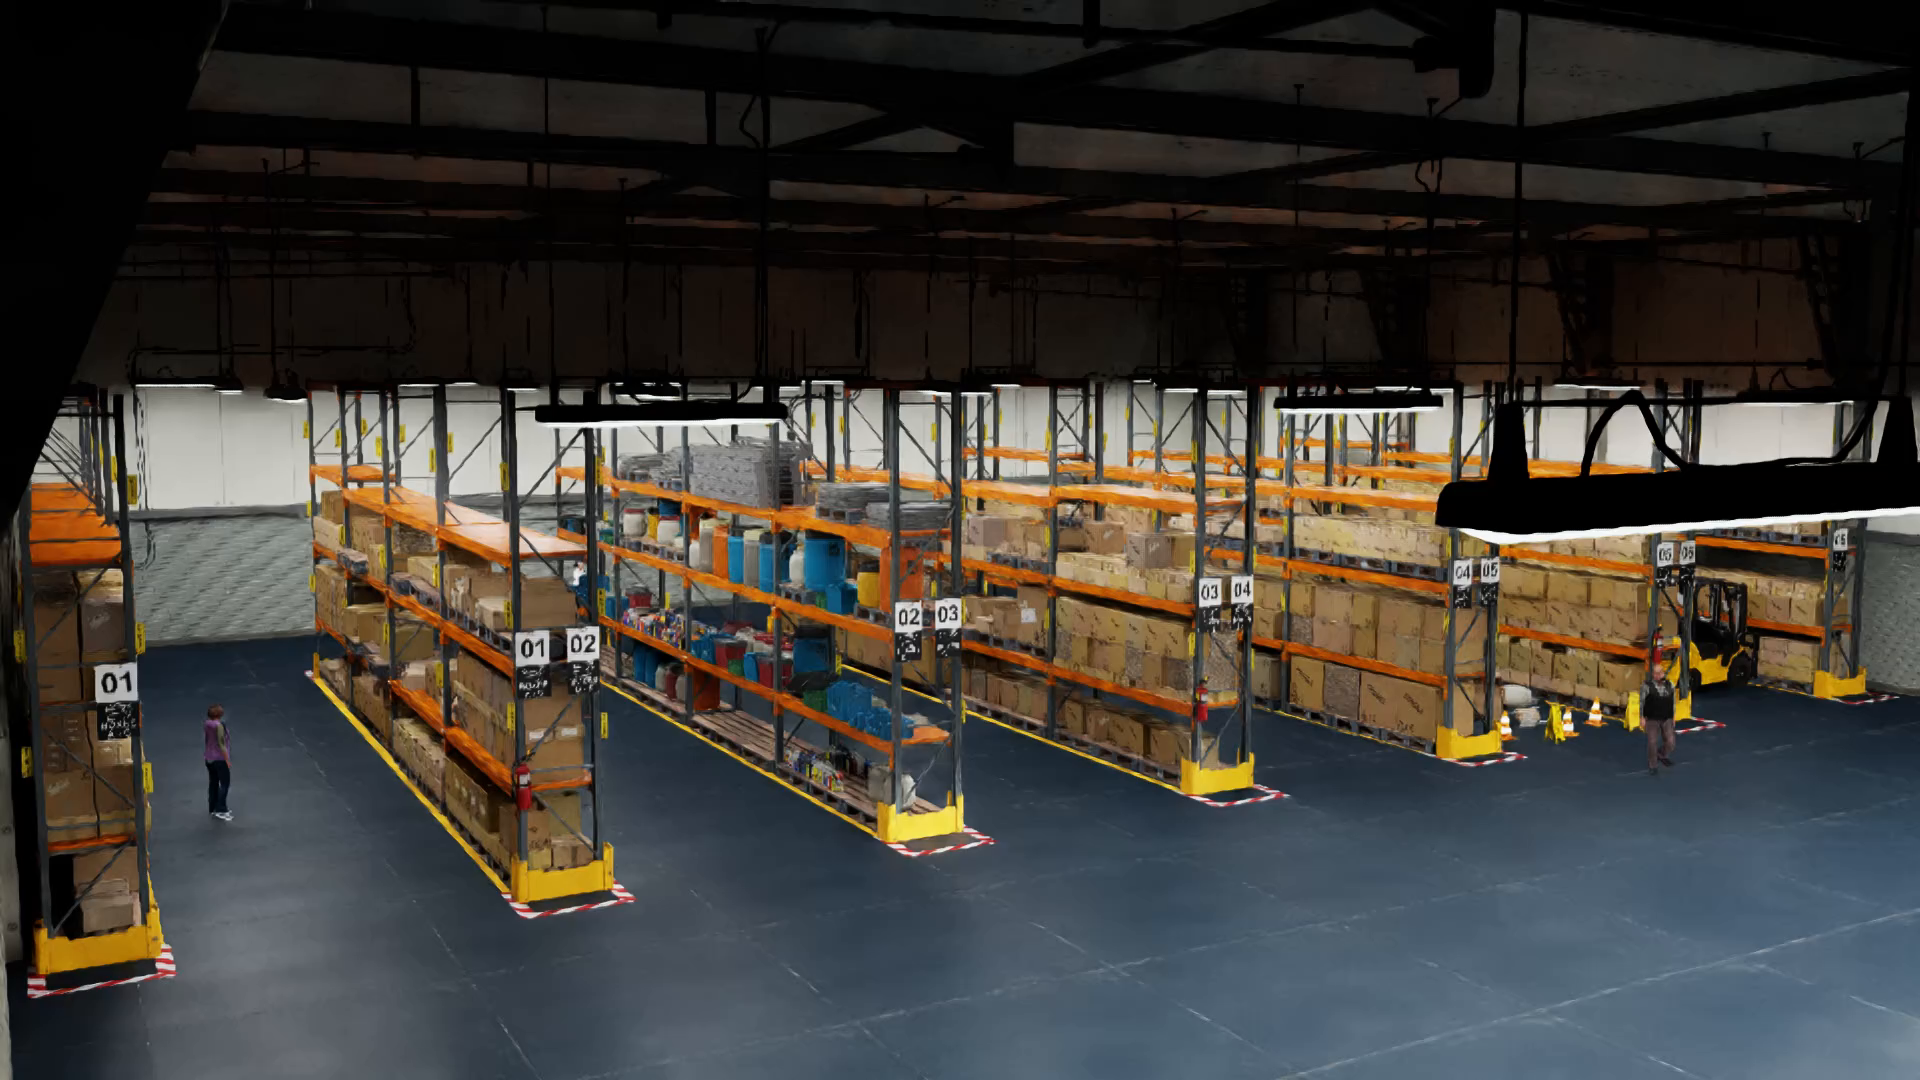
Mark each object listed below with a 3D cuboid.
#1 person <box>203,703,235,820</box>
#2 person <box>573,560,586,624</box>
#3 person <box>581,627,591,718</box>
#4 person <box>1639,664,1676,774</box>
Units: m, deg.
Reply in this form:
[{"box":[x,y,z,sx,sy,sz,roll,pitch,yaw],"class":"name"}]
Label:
[{"box":[-10.343,3.088,23.201,0.476,1.641,0.338,4,7,33],"class":"person"},{"box":[-9.224,1.272,39.870,0.470,1.669,0.666,2,6,16],"class":"person"},{"box":[-6.722,2.338,29.715,0.502,1.663,0.422,4,7,31],"class":"person"},{"box":[10.771,2.751,25.699,0.580,1.709,0.508,1,6,8],"class":"person"}]
